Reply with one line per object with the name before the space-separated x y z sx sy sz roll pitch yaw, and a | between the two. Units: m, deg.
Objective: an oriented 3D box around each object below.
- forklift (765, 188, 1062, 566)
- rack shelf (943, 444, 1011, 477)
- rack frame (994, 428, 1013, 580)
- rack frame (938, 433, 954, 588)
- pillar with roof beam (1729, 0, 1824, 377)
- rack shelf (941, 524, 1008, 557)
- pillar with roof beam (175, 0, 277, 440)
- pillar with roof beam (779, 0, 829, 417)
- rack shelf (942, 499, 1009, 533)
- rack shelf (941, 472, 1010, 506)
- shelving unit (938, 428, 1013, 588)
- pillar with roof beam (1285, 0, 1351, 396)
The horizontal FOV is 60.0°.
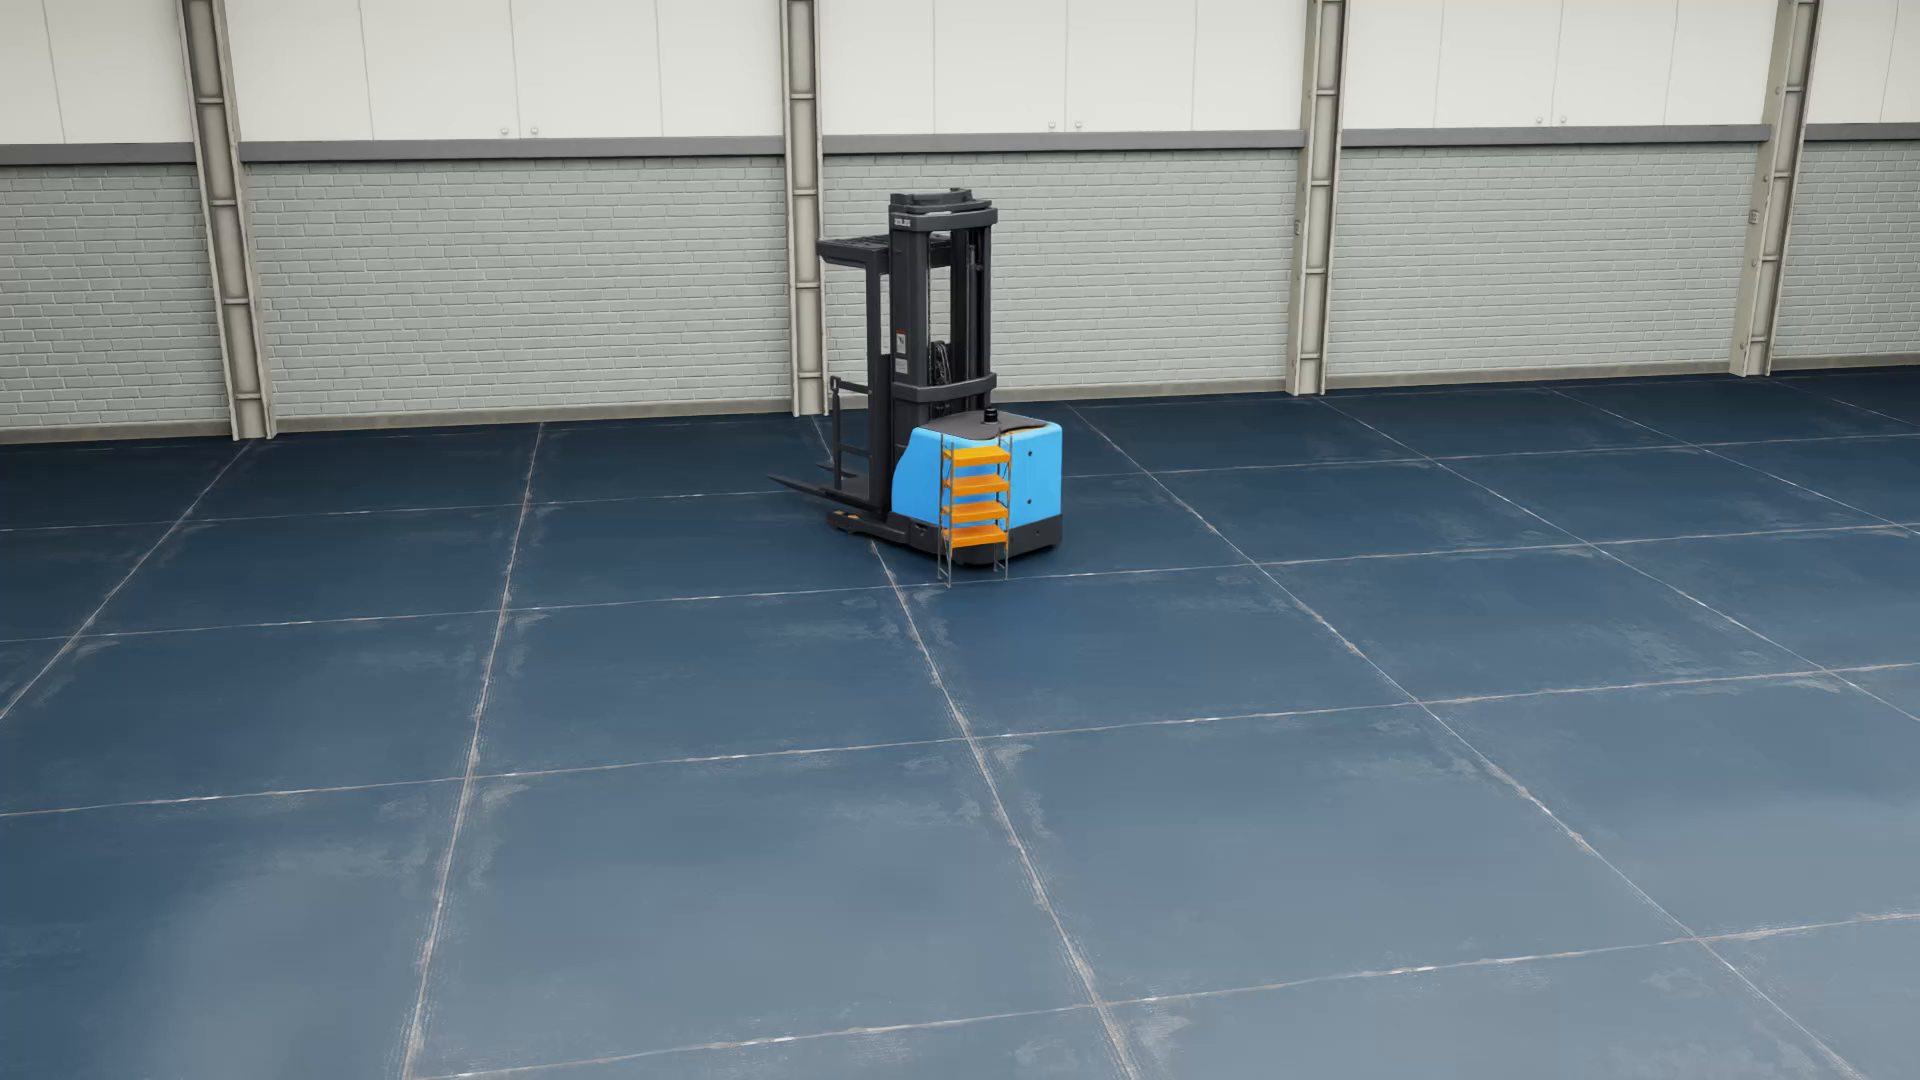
forklift | -0.527 -1.546 14.352 1.130 2.935 3.031 -16 23 -42
rack shelf | 0.124 -0.621 12.925 0.480 0.148 0.258 -7 22 -21
rack frame | 0.340 -0.281 13.152 0.015 1.200 0.240 -7 22 -21
rack frame | -0.112 -0.226 12.977 0.015 1.200 0.240 -7 22 -21
pillar with roof beam | 10.880 -5.184 15.864 0.400 9.000 9.100 -3 17 -10
rack shelf | 0.107 -0.005 13.159 0.480 0.148 0.258 -7 22 -21
pillar with roof beam | -6.793 -4.182 12.599 0.400 9.000 9.100 -3 17 -10
pillar with roof beam | -0.902 -4.516 13.687 0.400 9.000 9.100 -3 17 -10
rack shelf | 0.112 -0.191 13.088 0.480 0.148 0.258 -7 22 -21
rack shelf | 0.118 -0.400 13.009 0.480 0.148 0.258 -7 22 -21
shelving unit | 0.114 -0.253 13.064 0.503 1.200 0.258 -7 22 -21
pillar with roof beam | 4.989 -4.850 14.776 0.400 9.000 9.100 -3 17 -10
